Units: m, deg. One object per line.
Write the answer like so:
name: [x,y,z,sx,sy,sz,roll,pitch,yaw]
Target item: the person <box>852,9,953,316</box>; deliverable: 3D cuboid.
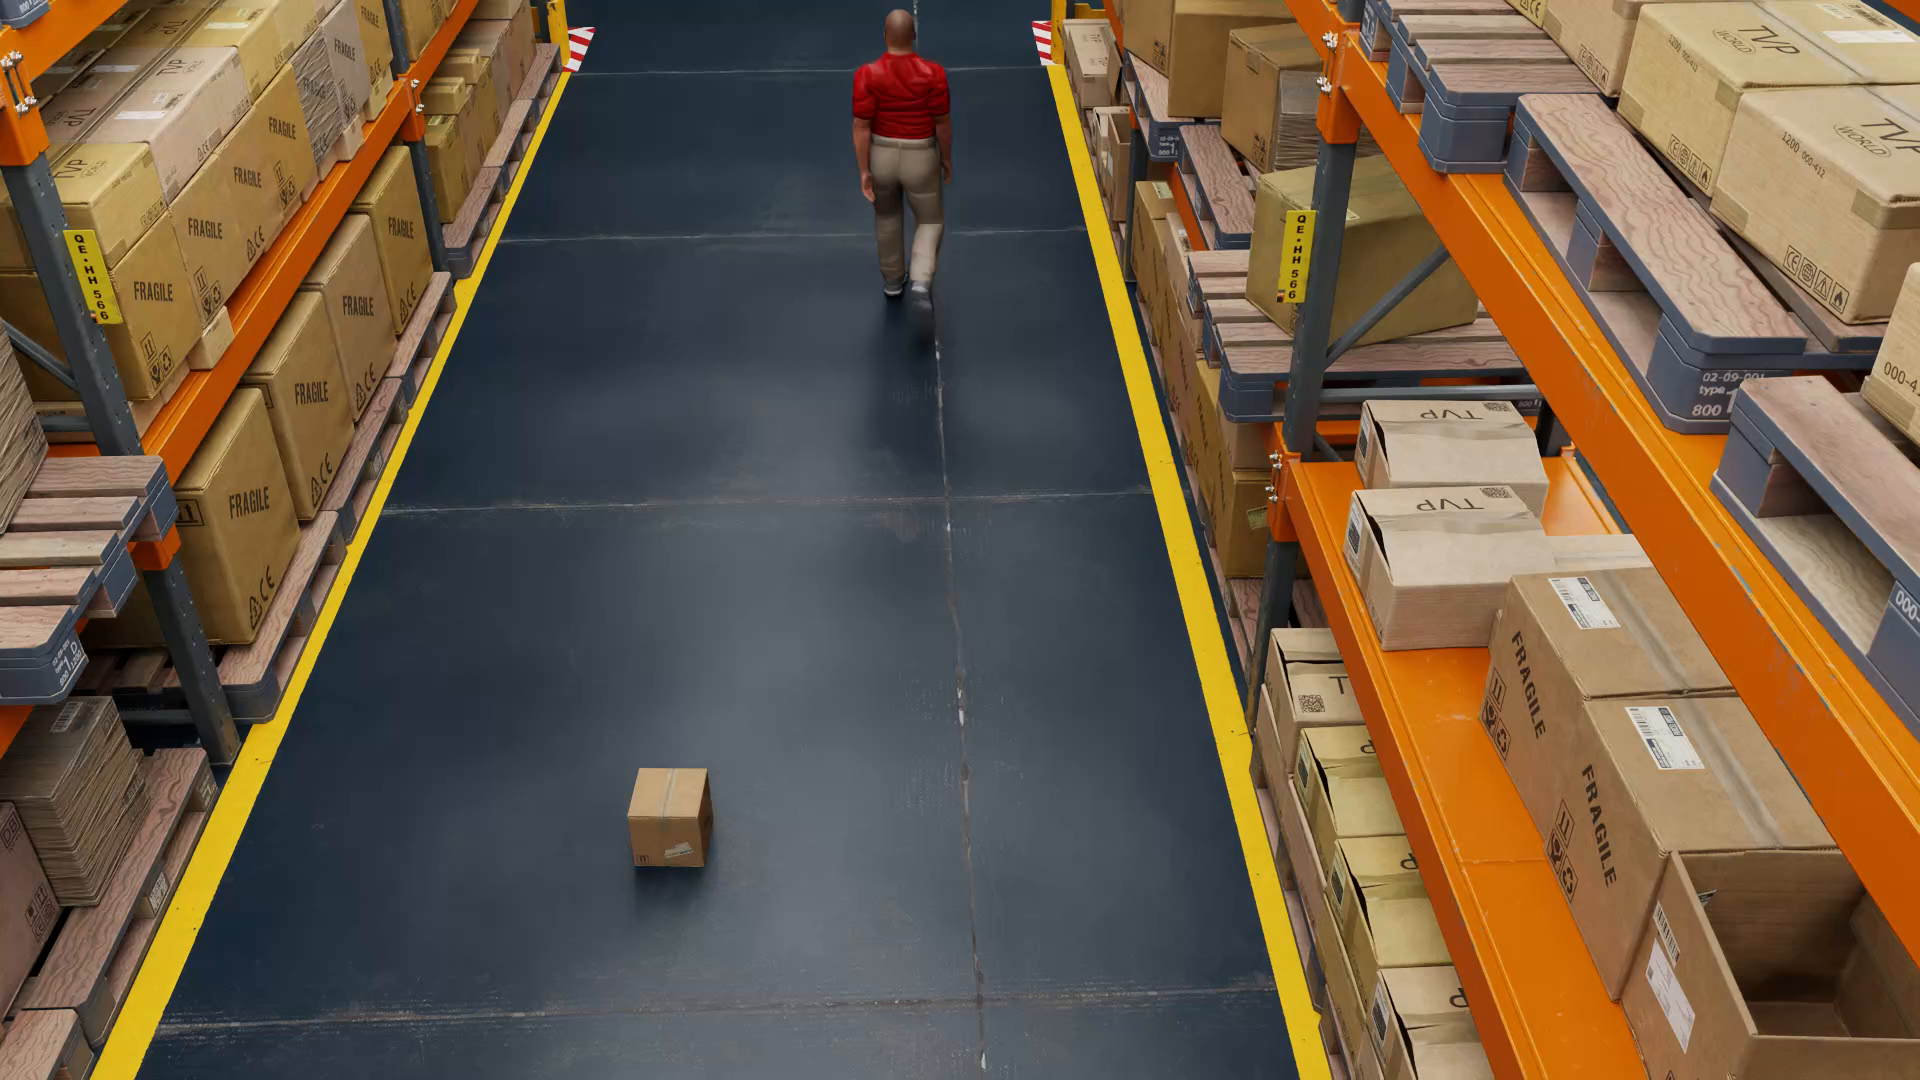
person: [-0.308,-2.050,9.068,0.524,1.693,0.815,2,35,3]
